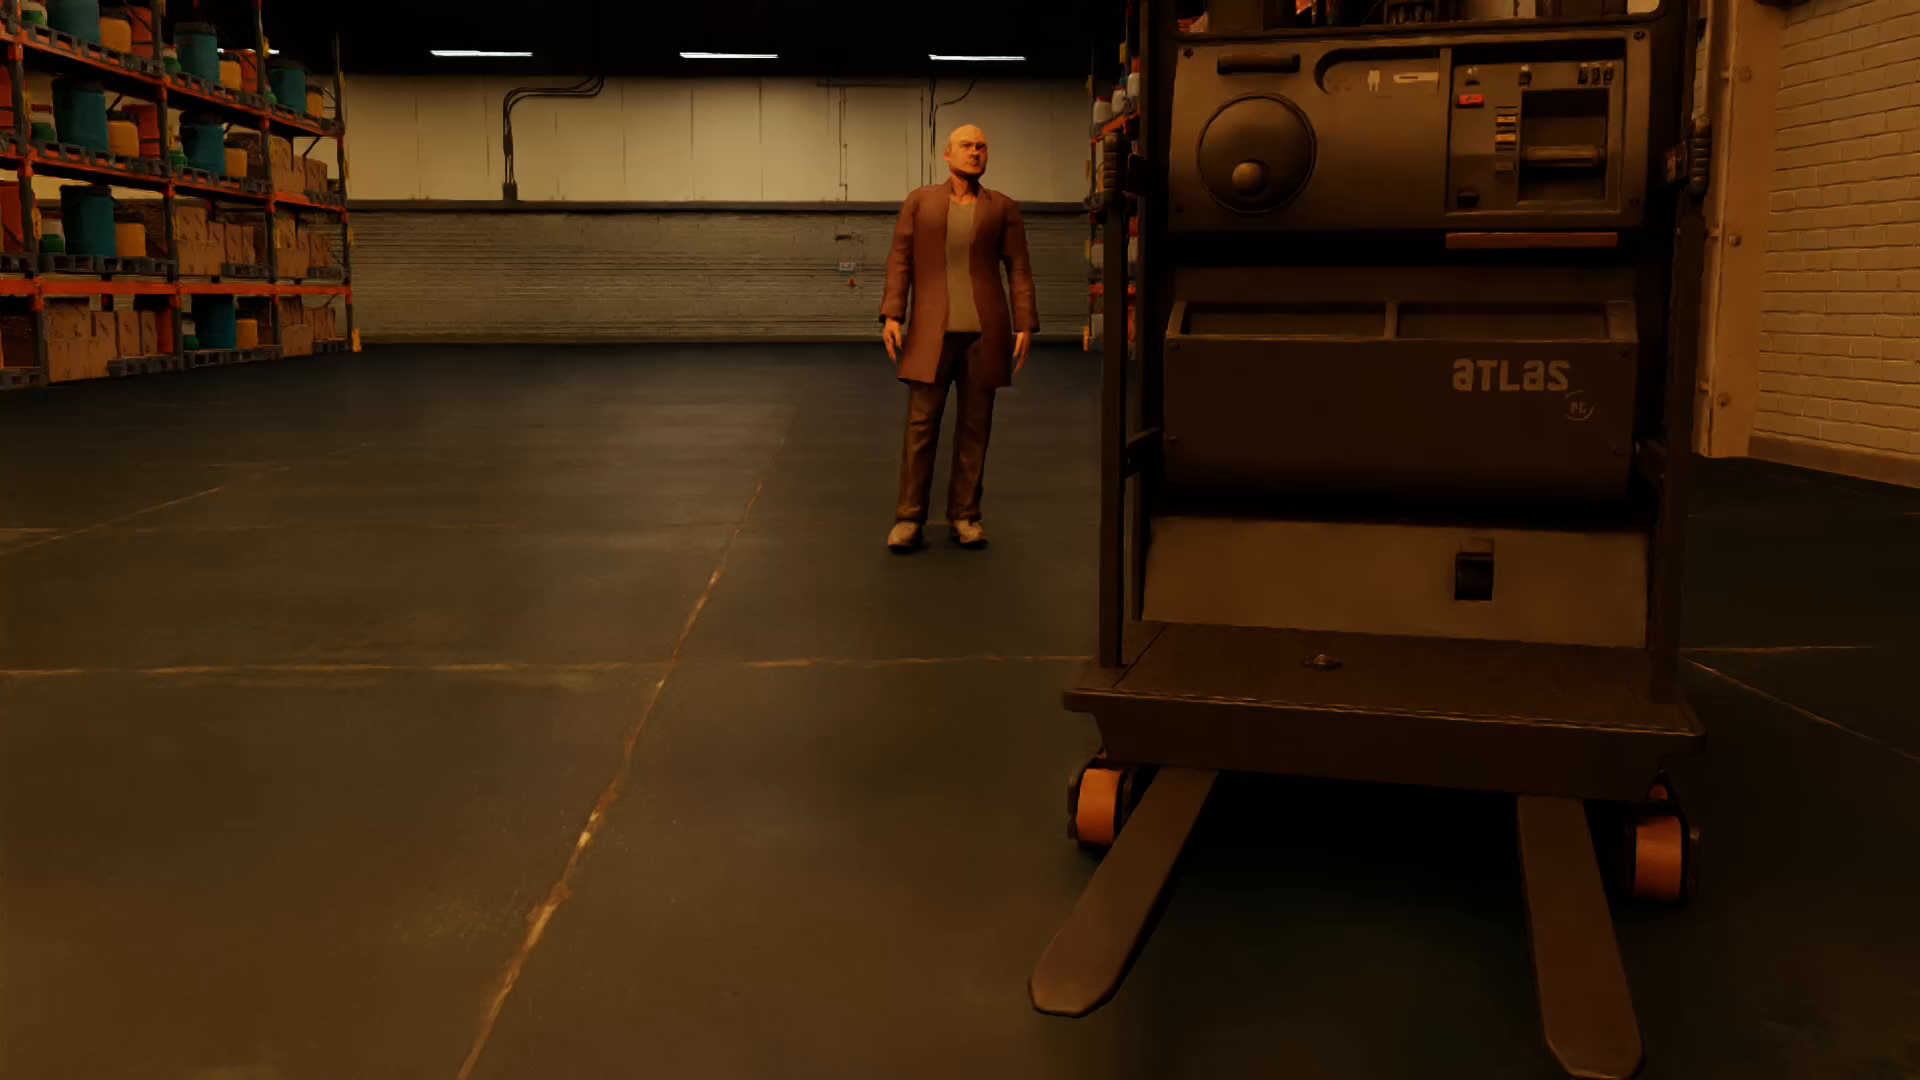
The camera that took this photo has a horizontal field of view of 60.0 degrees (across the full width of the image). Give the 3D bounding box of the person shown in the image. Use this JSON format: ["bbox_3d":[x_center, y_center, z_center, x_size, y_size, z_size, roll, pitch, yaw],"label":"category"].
[{"bbox_3d":[0.001,-0.873,7.088,0.694,1.776,0.580,-1,8,-4],"label":"person"}]

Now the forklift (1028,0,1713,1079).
[{"bbox_3d":[0.838,-0.866,3.161,1.130,2.935,3.031,2,9,16],"label":"forklift"}]
